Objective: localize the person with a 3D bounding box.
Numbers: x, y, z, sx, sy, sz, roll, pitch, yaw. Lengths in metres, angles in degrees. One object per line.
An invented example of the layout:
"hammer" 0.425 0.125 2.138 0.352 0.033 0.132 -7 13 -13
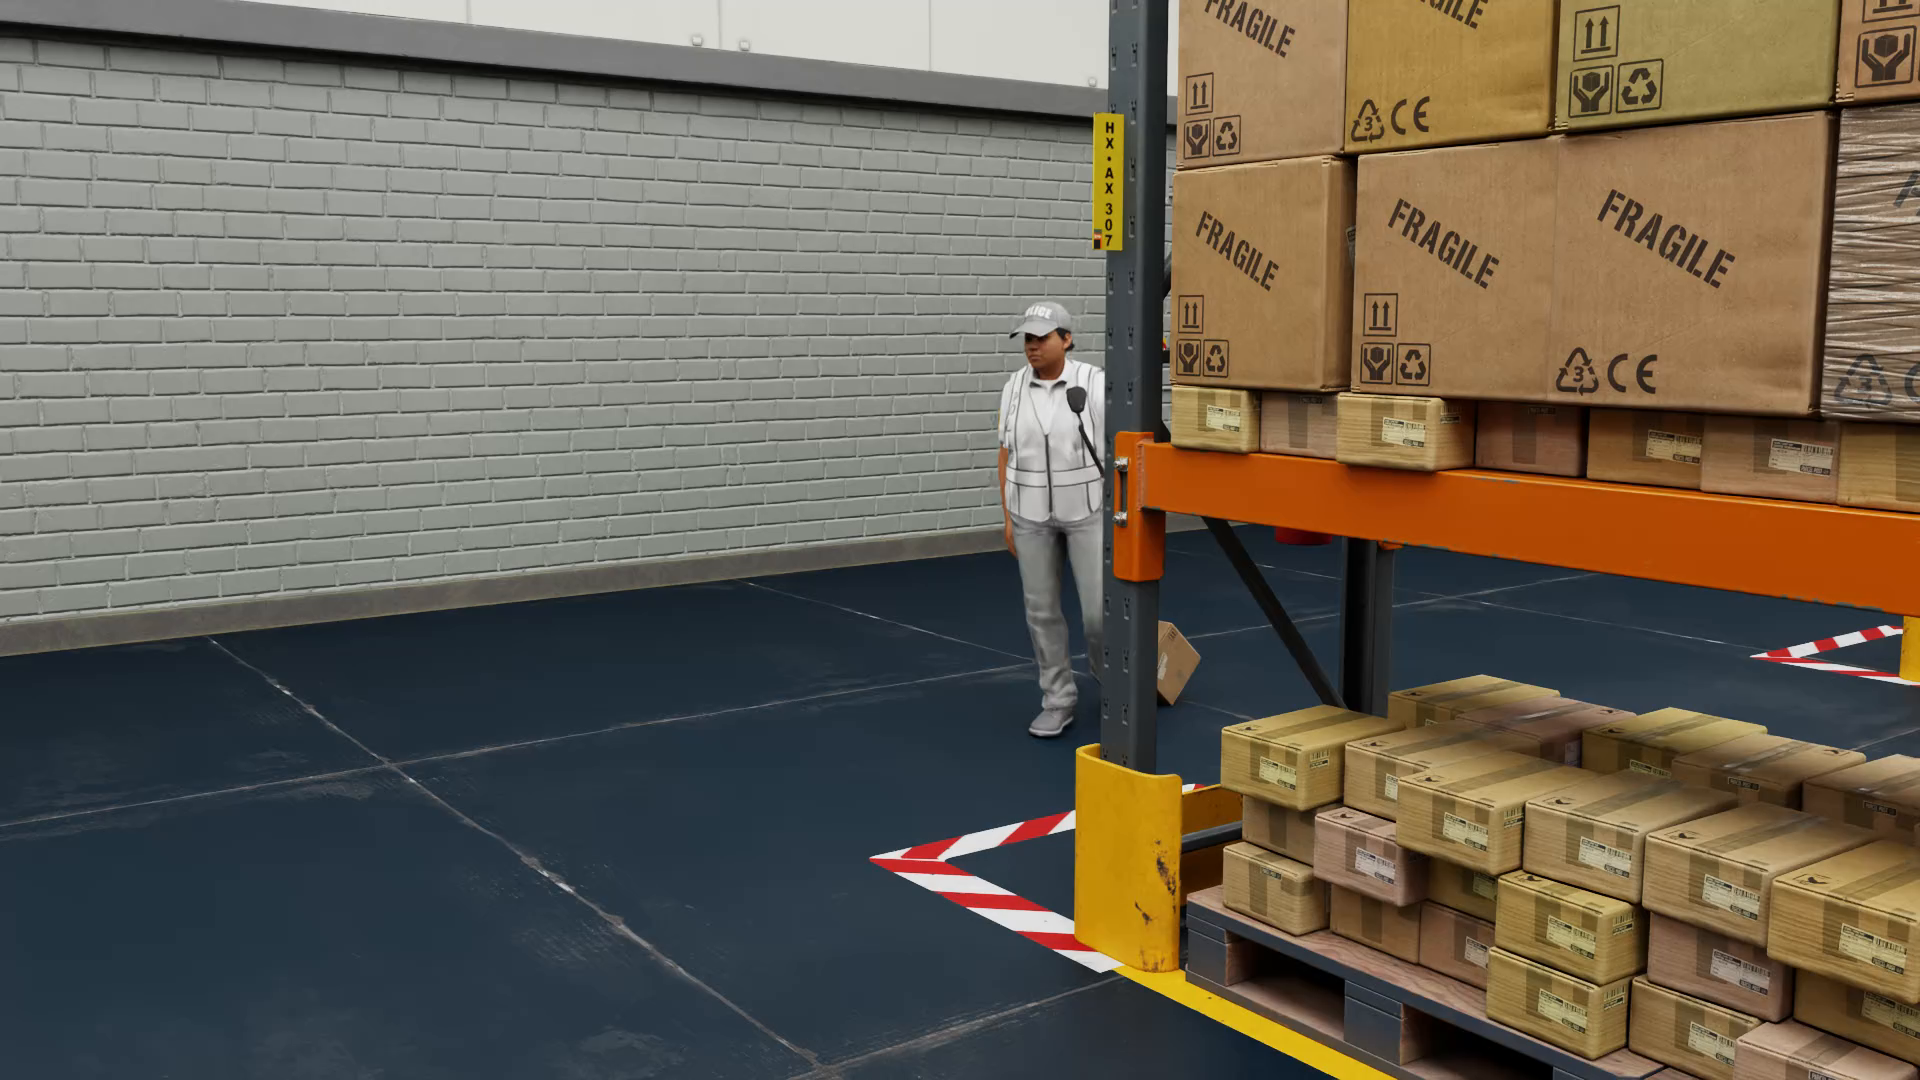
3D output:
"person" 0.420 -0.082 6.395 0.557 1.657 0.572 2 8 17
